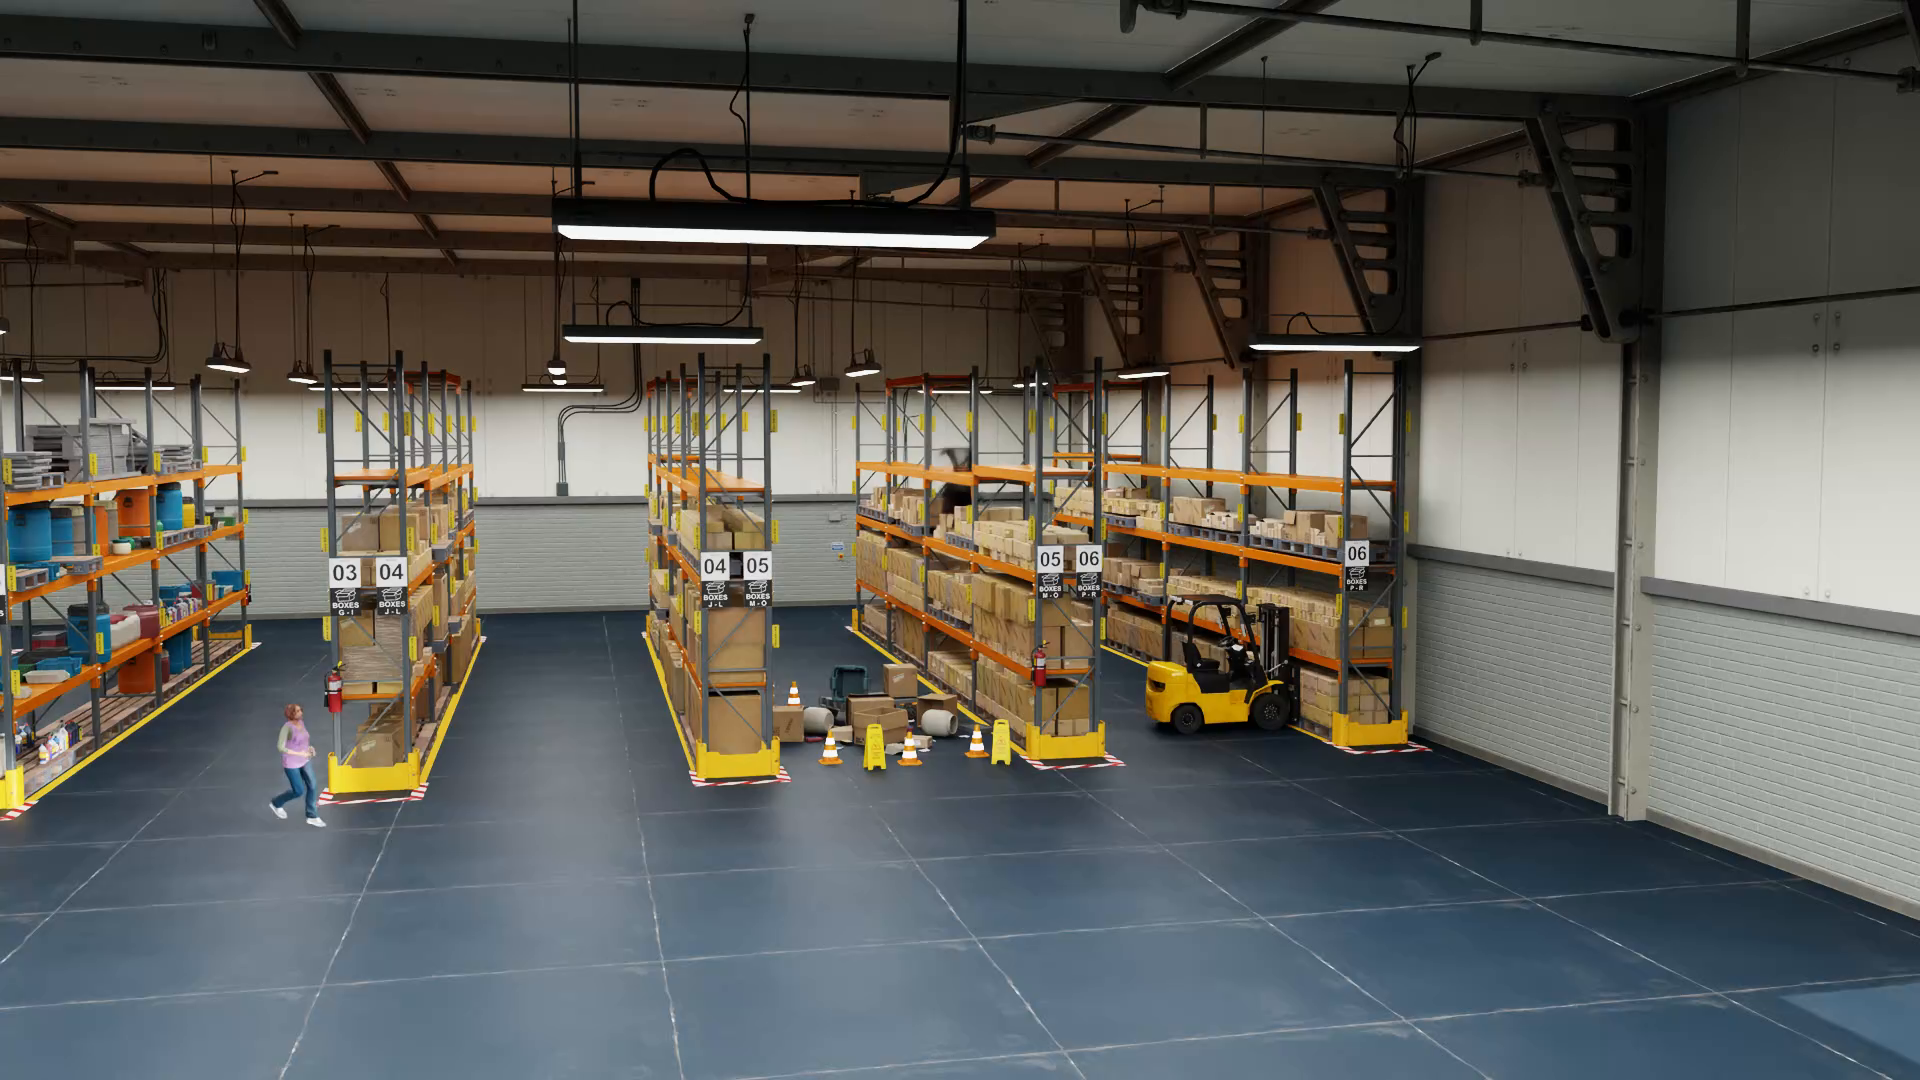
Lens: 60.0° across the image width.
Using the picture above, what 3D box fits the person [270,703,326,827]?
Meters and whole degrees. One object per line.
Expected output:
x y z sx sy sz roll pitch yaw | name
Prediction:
-8.296 2.802 20.663 0.762 1.582 0.579 1 4 12 | person
